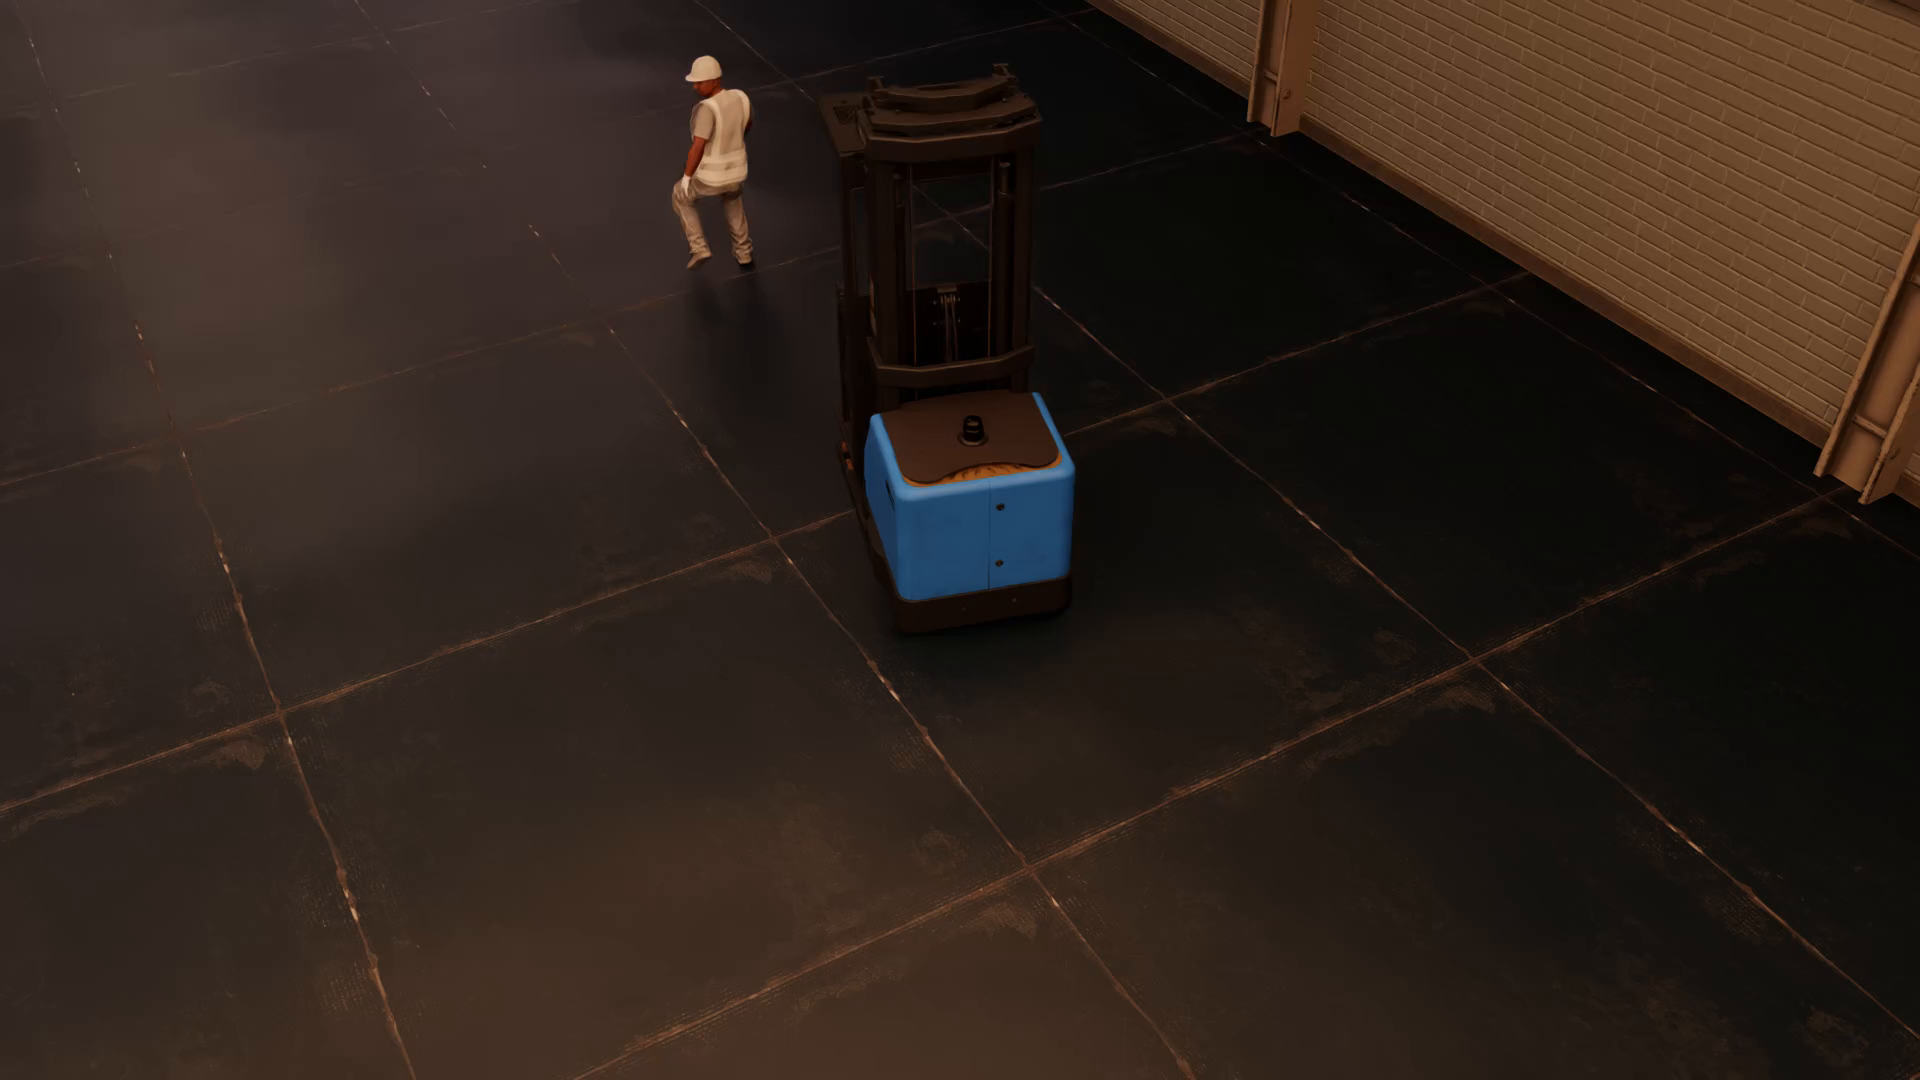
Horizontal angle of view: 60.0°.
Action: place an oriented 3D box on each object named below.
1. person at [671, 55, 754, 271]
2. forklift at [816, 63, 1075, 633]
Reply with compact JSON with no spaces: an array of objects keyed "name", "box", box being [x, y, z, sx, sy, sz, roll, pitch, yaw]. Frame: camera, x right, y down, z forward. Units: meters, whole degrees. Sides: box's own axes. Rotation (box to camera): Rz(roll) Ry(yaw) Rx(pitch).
[{"name":"person","box":[-1.845,-2.786,12.390,0.848,1.676,0.622,-29,47,-30]},{"name":"forklift","box":[-0.191,-1.540,9.893,1.130,2.935,3.031,-9,40,-10]}]
